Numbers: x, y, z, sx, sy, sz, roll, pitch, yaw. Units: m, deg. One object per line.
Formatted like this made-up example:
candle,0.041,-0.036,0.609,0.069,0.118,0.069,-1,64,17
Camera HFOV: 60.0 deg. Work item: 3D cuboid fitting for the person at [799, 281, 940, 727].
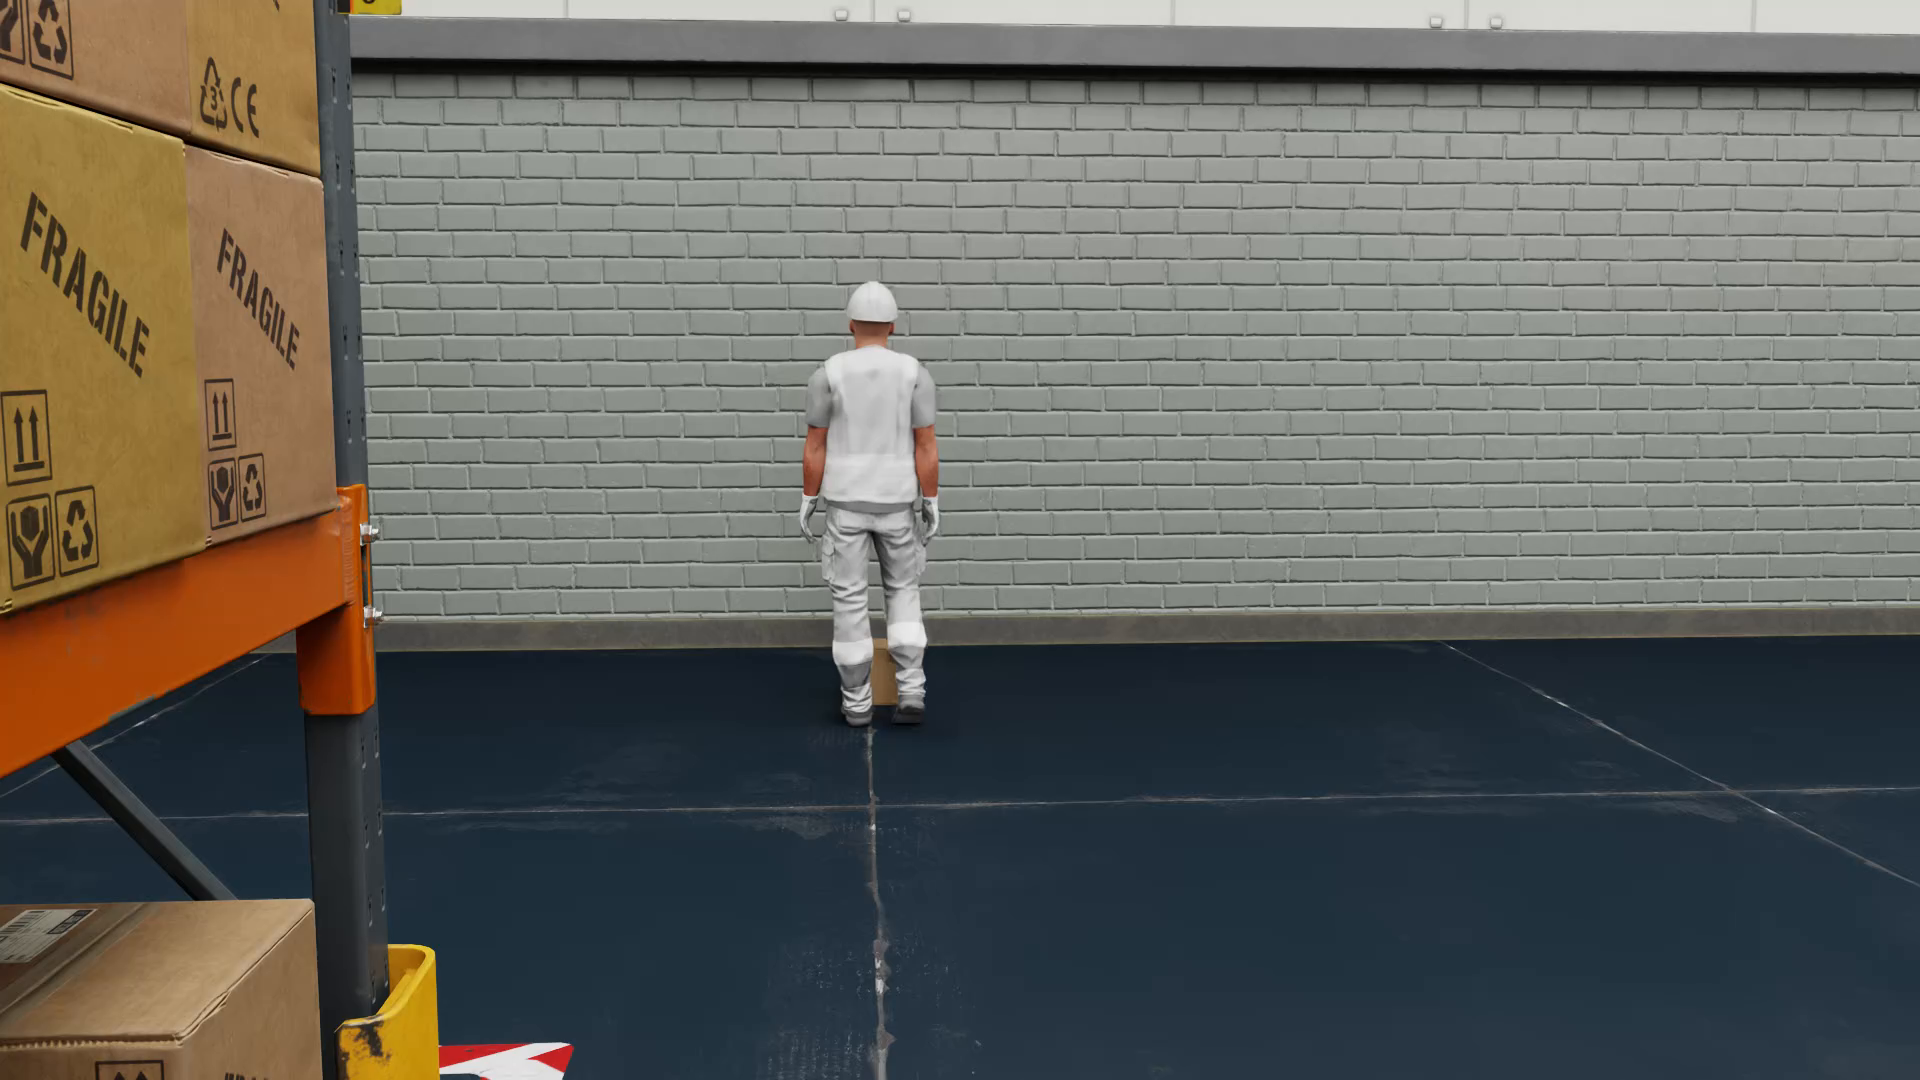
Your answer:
person,-0.373,-0.121,6.753,0.564,1.839,0.426,-1,7,-9
